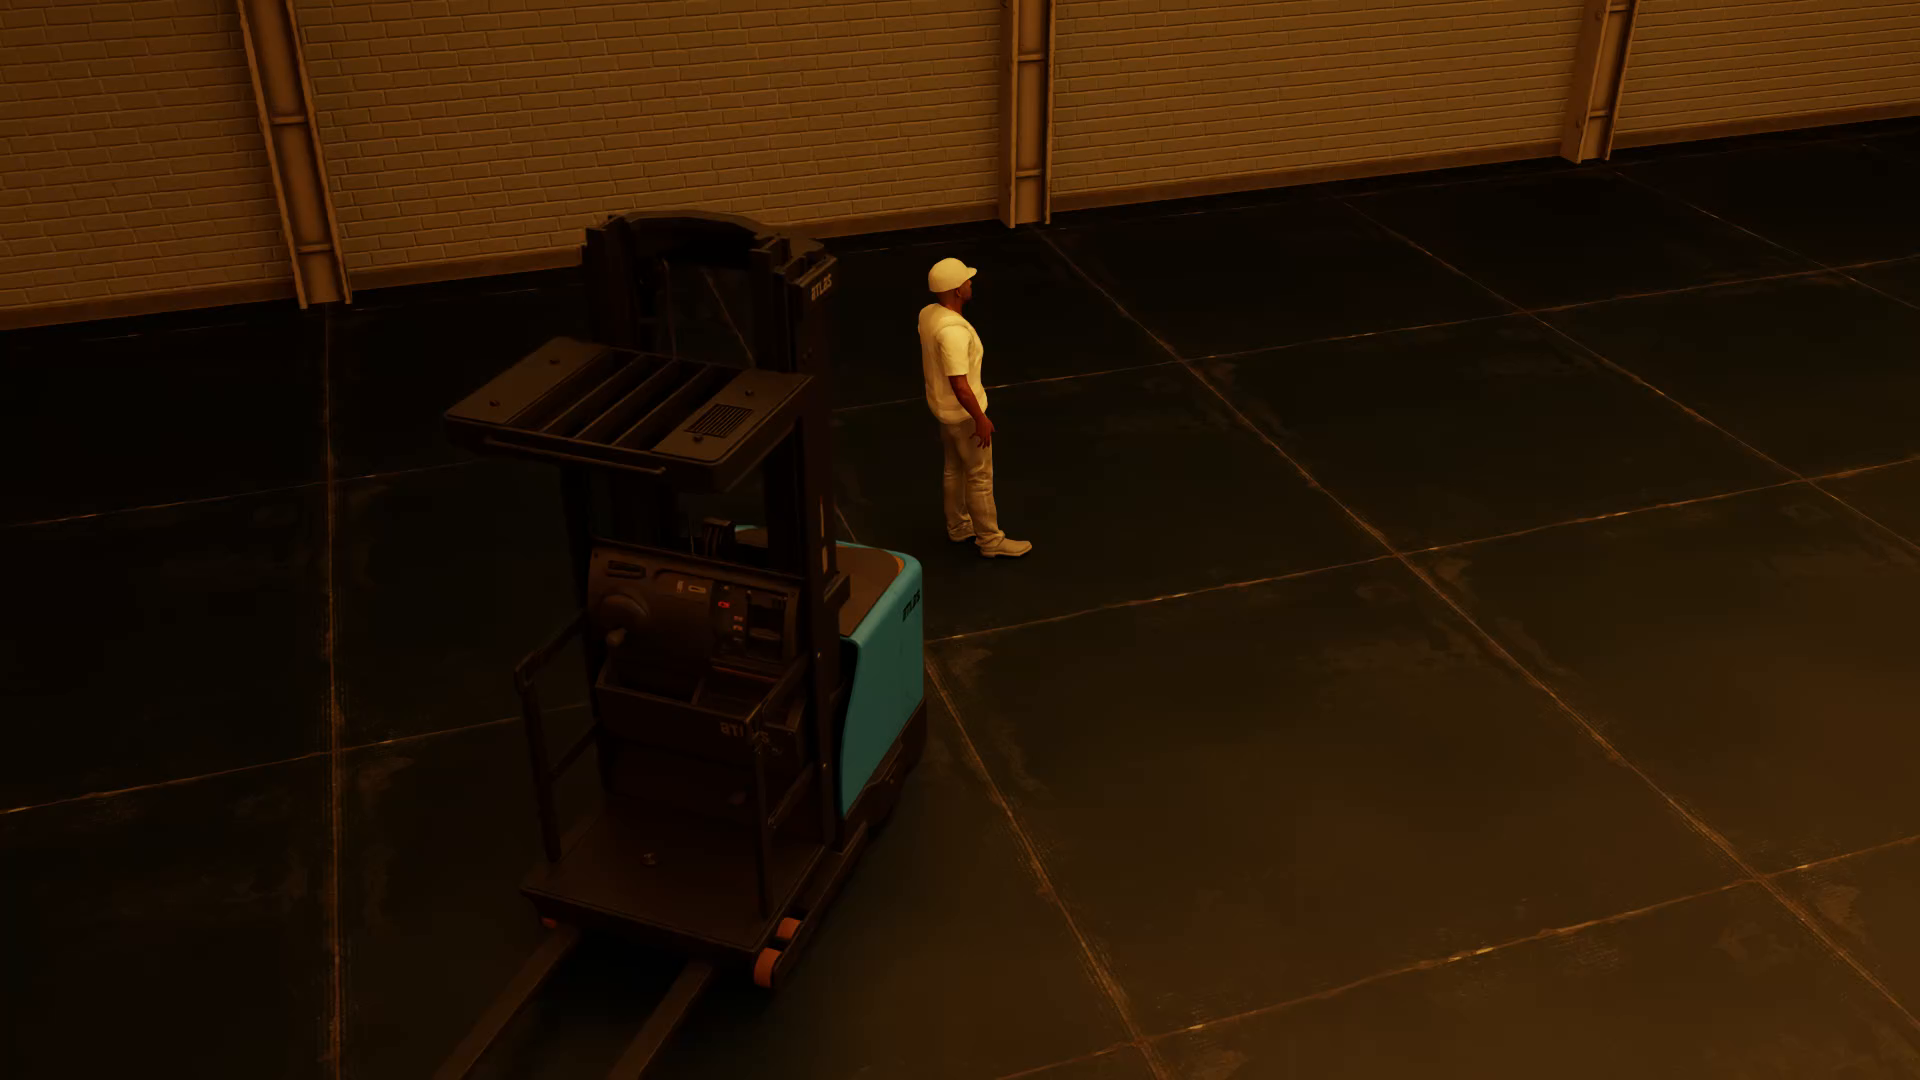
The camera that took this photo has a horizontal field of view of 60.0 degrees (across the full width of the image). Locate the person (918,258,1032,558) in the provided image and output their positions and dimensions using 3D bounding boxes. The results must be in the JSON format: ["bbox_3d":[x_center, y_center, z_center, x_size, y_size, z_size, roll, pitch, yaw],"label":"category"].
[{"bbox_3d":[0.068,-0.780,9.596,0.577,1.765,0.665,-10,31,-16],"label":"person"}]

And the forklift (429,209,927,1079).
[{"bbox_3d":[-1.148,0.338,6.499,1.130,2.935,3.031,10,32,17],"label":"forklift"}]
